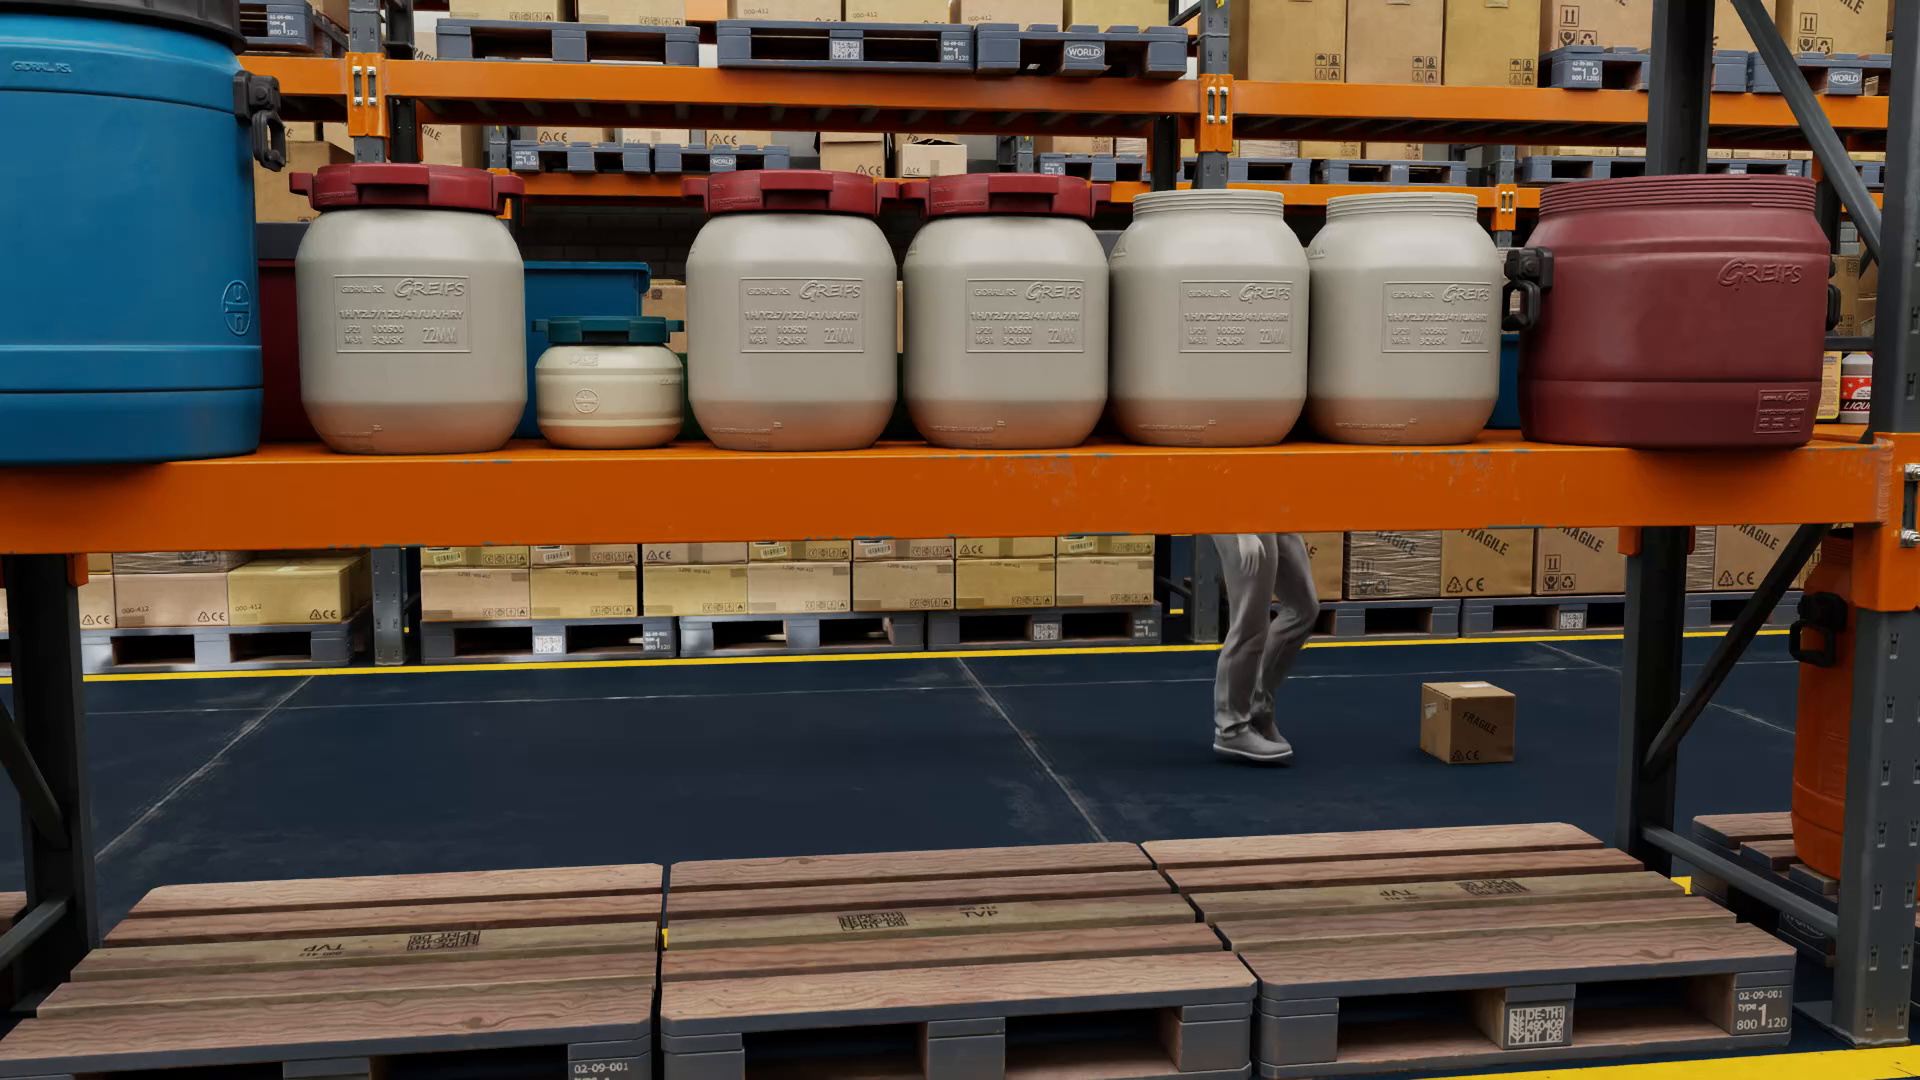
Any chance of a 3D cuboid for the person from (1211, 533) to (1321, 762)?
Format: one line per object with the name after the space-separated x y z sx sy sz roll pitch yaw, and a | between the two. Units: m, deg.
1.086 -0.020 5.992 0.380 1.709 0.517 2 7 21 | person
